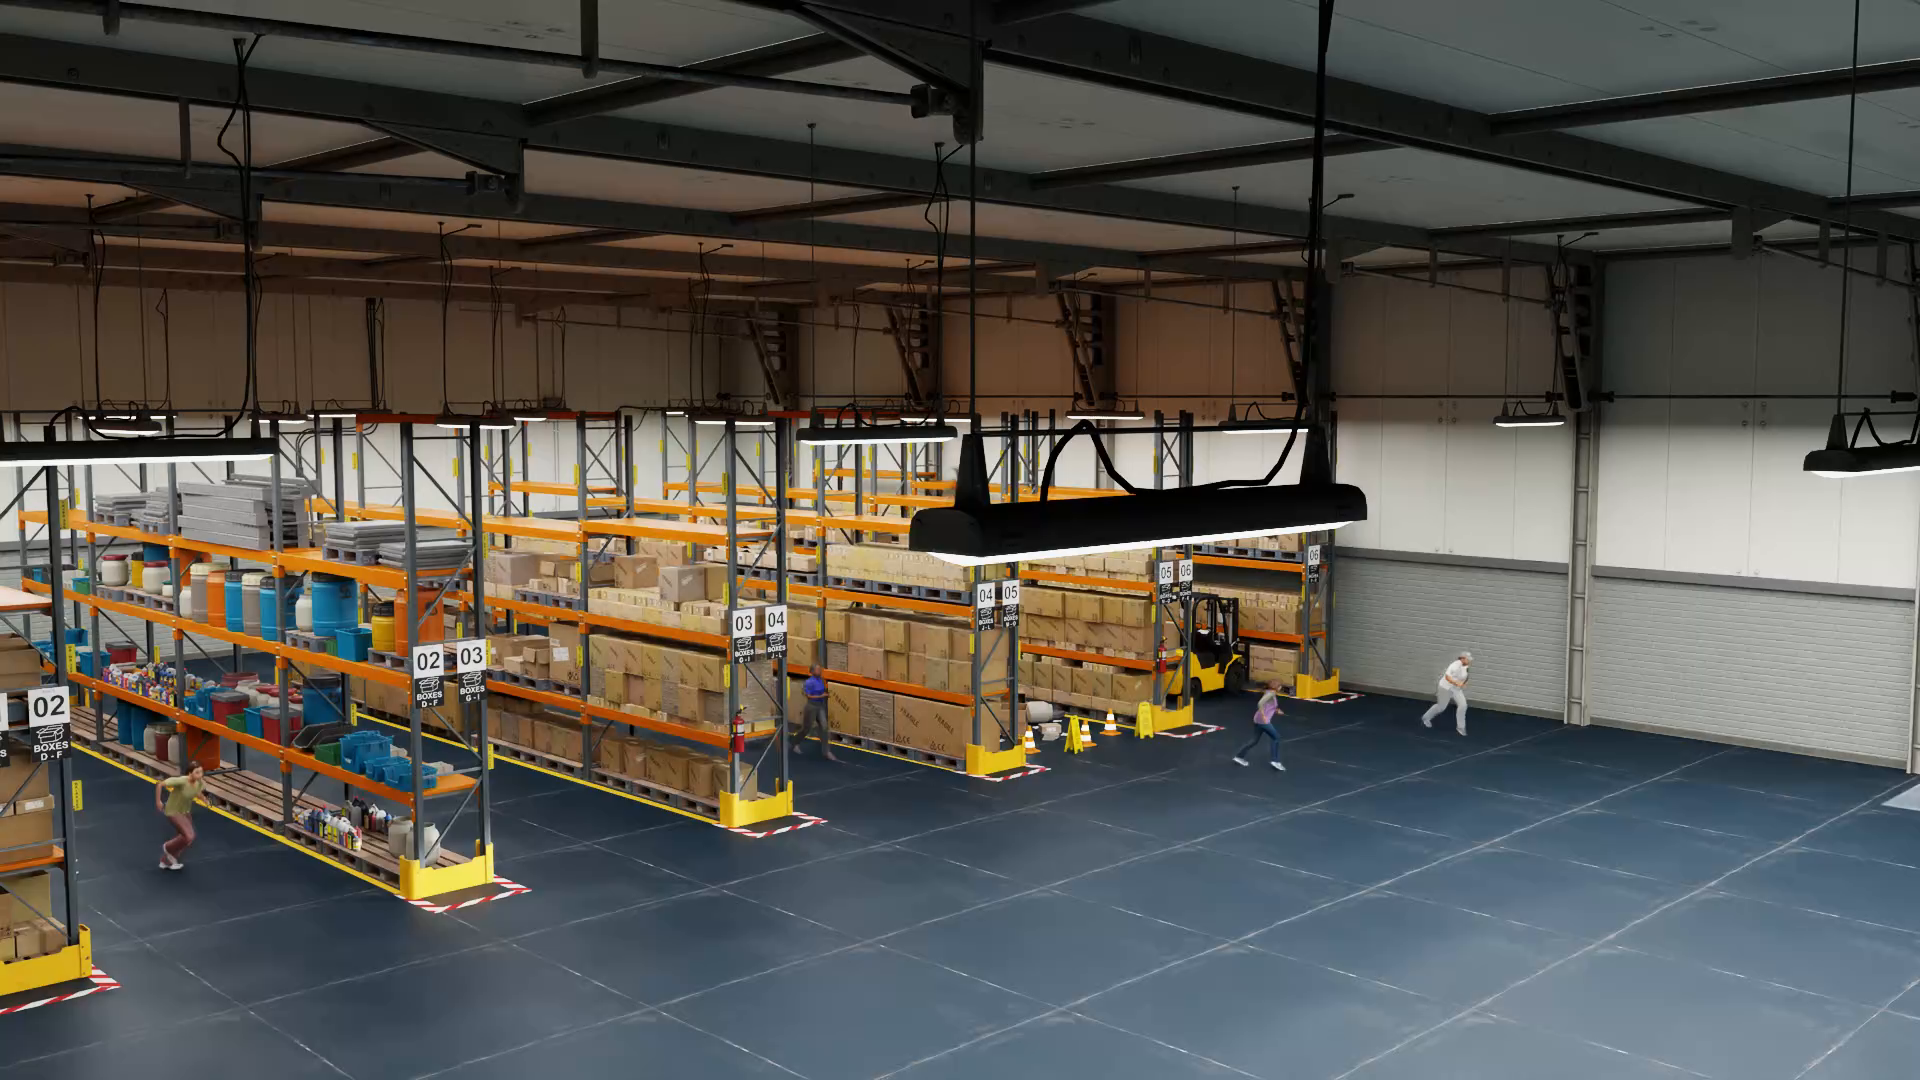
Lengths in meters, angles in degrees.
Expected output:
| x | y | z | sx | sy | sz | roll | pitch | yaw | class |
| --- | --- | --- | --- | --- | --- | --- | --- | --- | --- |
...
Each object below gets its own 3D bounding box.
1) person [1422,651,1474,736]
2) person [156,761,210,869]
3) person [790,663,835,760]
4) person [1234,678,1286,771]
| x | y | z | sx | sy | sz | roll | pitch | yaw | class |
| --- | --- | --- | --- | --- | --- | --- | --- | --- | --- |
| 9.185 | 2.858 | 31.275 | 1.036 | 1.627 | 0.648 | 5 | 7 | 44 | person |
| -10.349 | 3.666 | 22.086 | 0.808 | 1.503 | 0.605 | 2 | 5 | 19 | person |
| -2.565 | 2.963 | 29.003 | 0.929 | 1.662 | 0.566 | 3 | 6 | 34 | person |
| 5.078 | 3.117 | 28.106 | 0.864 | 1.576 | 0.529 | 0 | 5 | 4 | person |
